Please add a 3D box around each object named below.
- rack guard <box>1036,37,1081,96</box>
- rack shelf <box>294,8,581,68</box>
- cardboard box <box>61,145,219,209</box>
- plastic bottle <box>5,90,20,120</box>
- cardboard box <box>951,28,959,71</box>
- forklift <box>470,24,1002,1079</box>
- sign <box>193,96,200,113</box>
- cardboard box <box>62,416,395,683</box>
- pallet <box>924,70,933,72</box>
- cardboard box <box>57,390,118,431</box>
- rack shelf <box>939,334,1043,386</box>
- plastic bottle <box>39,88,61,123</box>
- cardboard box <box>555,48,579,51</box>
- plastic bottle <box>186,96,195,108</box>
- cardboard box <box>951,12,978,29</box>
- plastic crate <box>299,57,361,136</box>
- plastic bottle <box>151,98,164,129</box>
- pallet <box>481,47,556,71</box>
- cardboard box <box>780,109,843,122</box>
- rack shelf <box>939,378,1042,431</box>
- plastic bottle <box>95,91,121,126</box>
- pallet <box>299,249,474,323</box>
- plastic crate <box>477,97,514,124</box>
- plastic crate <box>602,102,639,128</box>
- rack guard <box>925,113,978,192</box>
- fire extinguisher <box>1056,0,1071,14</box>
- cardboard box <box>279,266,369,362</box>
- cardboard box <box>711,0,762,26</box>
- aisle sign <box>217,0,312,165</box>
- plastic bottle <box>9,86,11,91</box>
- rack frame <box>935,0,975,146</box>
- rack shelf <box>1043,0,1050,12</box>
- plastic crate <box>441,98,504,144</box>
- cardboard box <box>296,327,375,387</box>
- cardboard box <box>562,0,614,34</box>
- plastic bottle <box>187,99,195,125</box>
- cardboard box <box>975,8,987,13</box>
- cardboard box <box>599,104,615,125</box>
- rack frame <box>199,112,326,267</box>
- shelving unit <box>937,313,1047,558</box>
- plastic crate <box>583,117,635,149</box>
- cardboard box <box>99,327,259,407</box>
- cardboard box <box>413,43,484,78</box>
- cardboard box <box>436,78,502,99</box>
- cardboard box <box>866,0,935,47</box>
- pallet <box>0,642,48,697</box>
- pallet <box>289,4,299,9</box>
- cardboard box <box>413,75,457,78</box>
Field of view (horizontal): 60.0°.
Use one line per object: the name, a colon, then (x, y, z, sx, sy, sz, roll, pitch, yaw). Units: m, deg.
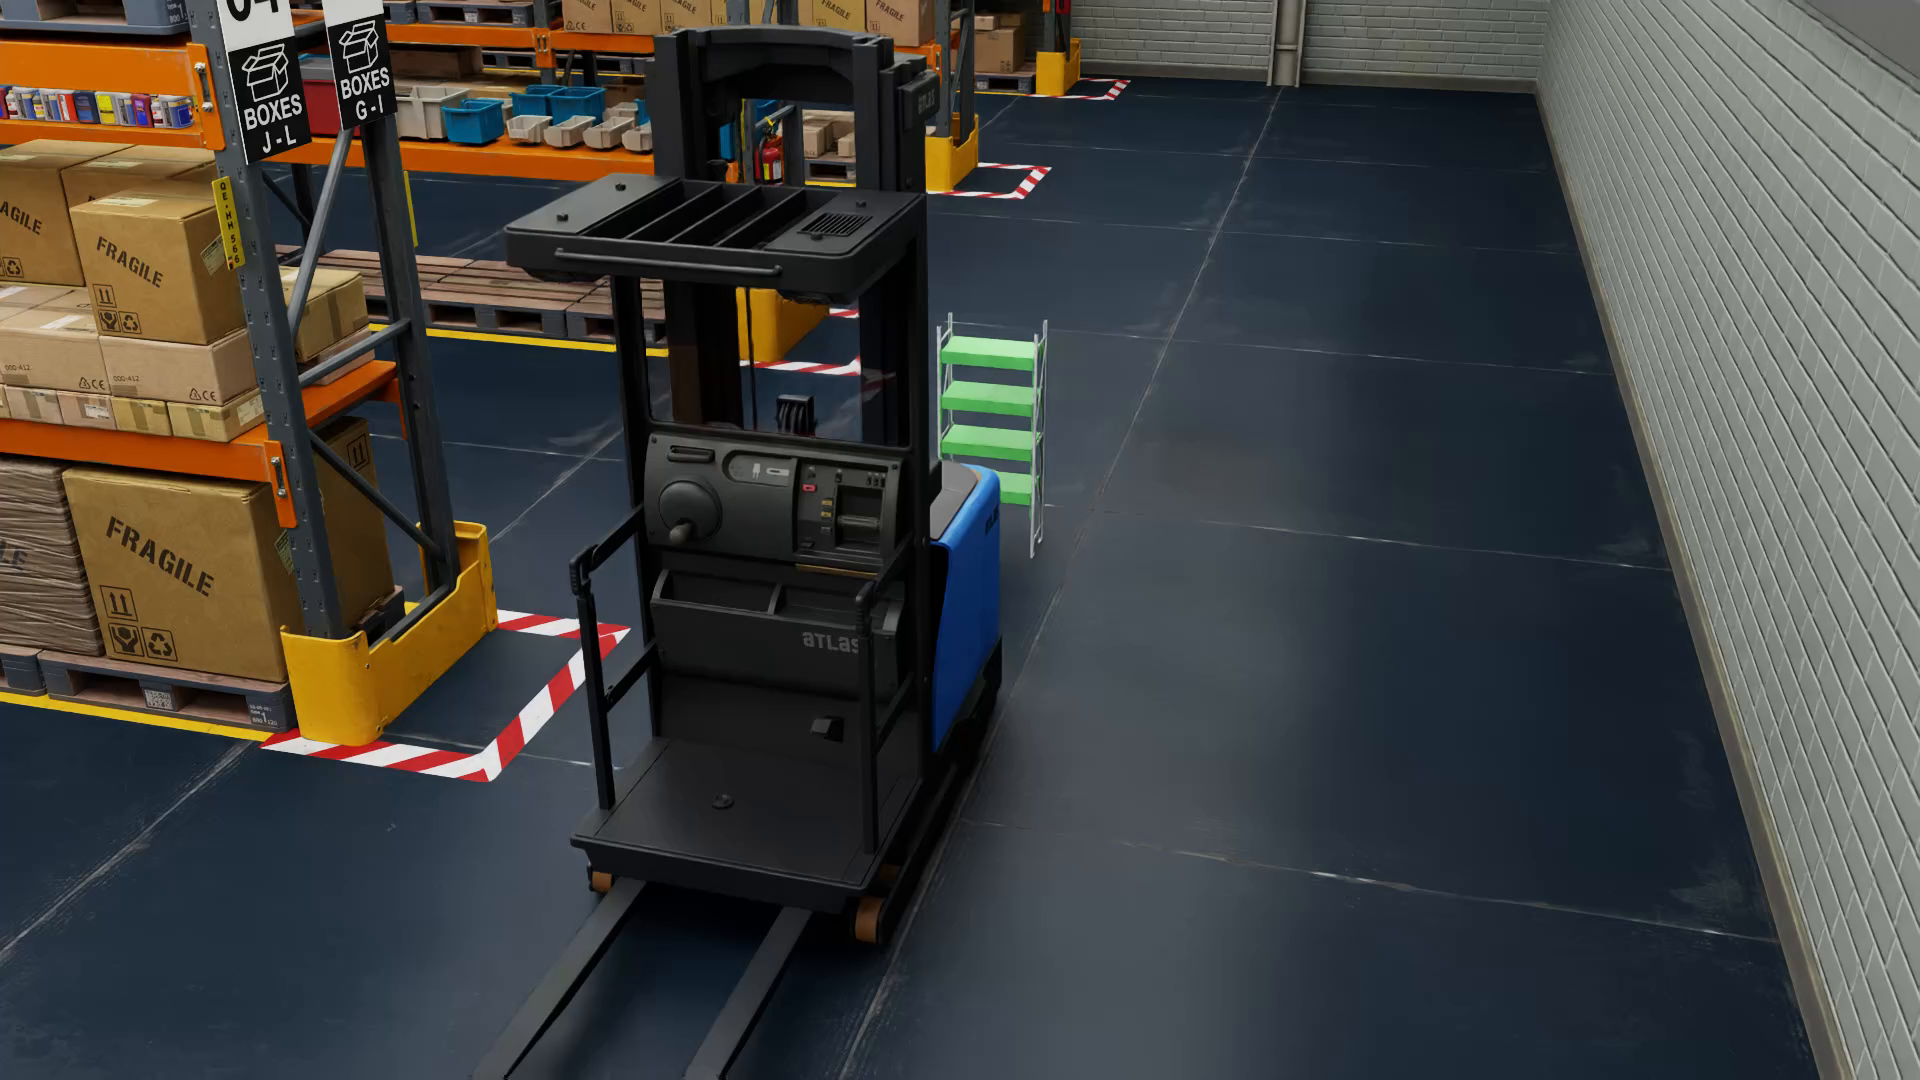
rack guard: (1.209, -5.805, 20.361, 0.348, 0.500, 1.175, 6, 26, 13)
rack shelf: (-5.855, -5.191, 17.001, 4.000, 0.370, 1.077, 6, 26, 13)
cardboard box: (-3.397, -1.372, 7.099, 0.500, 0.500, 0.500, 6, 26, 12)
plastic bottle: (-6.934, -3.191, 12.194, 0.097, 0.201, 0.097, 0, 25, 0)
cardboard box: (-0.001, -6.084, 20.459, 0.500, 0.500, 0.700, 6, 26, 13)
forklift: (-0.708, -0.105, 5.560, 1.130, 2.935, 3.031, 7, 26, 14)
sign: (-5.294, -3.136, 11.525, 0.005, 0.325, 0.100, 6, 26, 13)
cardboard box: (-3.155, -0.015, 7.275, 0.875, 0.875, 0.875, 6, 26, 13)
pallet: (-0.786, -5.861, 20.816, 1.213, 0.211, 1.003, 6, 26, 13)
cardboard box: (-3.438, -0.592, 6.796, 0.250, 0.149, 0.380, 6, 26, 13)
rack shelf: (0.160, -0.900, 8.276, 0.480, 0.148, 0.258, 6, 26, 13)
plastic bottle: (-6.590, -3.199, 12.124, 0.135, 0.276, 0.152, 6, 26, 13)
cardboard box: (-5.036, -6.782, 21.517, 0.750, 0.750, 0.750, 6, 26, 13)
plastic bottle: (-5.863, -3.431, 12.612, 0.135, 0.276, 0.152, 6, 26, 13)
cardboard box: (0.066, -6.288, 20.133, 0.250, 0.149, 0.380, 7, 26, 14)
plastic crate: (-4.353, -3.096, 11.619, 0.583, 0.464, 0.402, 6, 26, 13)
plastic bottle: (-5.737, -3.059, 11.916, 0.097, 0.201, 0.097, 0, 25, 0)
pallet: (-5.817, -6.418, 21.984, 1.213, 0.211, 1.003, 6, 26, 13)
cardboard box: (-1.469, -4.114, 16.588, 0.500, 0.250, 0.500, 6, 26, 13)
rack shelf: (0.160, -0.683, 8.379, 0.480, 0.148, 0.258, 6, 26, 13)
plastic bottle: (-6.127, -3.180, 11.997, 0.185, 0.351, 0.144, 6, 26, 13)
pallet: (-4.433, -1.918, 12.534, 1.213, 0.211, 1.003, 6, 26, 13)
plastic crate: (-3.394, -3.087, 11.981, 0.466, 0.136, 0.293, 6, 26, 13)
plastic crate: (-2.385, -3.025, 11.850, 0.298, 0.136, 0.250, 6, 26, 13)
rack guard: (-0.118, -3.753, 16.051, 0.348, 0.500, 1.175, 6, 26, 13)
fire extinguisher: (1.217, -6.524, 19.489, 0.183, 0.674, 0.296, 6, 26, 13)
cardboard box: (-2.913, -0.980, 7.147, 0.500, 0.250, 0.500, 6, 26, 12)
cardboard box: (-2.019, -5.017, 15.682, 0.500, 0.500, 0.500, 6, 26, 12)
aisle sign: (-2.520, -1.791, 5.998, 0.004, 0.787, 0.394, 6, 26, 13)
plastic bottle: (-7.424, -3.627, 13.015, 0.133, 0.283, 0.061, 6, 26, 13)
rack frame: (-0.044, -4.873, 15.497, 0.127, 3.000, 1.000, 6, 26, 13)
rack shelf: (-0.751, -6.825, 20.434, 4.000, 0.370, 1.077, 6, 26, 13)
plastic crate: (-3.334, -2.876, 11.427, 0.300, 0.233, 0.416, 6, 26, 13)
cardboard box: (-2.777, -0.812, 7.257, 0.250, 0.149, 0.380, 7, 26, 14)
cardboard box: (-3.492, -5.179, 16.022, 0.500, 0.500, 0.500, 7, 26, 14)
plastic bottle: (-5.604, -3.112, 12.028, 0.097, 0.201, 0.097, 0, 25, 0)
cardboard box: (0.163, -6.447, 20.467, 0.250, 0.149, 0.380, 6, 26, 13)
cardboard box: (-3.565, -4.151, 16.596, 0.500, 0.311, 0.500, 6, 26, 13)
rack frame: (-5.155, -3.240, 12.066, 0.127, 3.000, 1.000, 6, 26, 13)
shelving unit: (0.160, -0.524, 8.455, 0.503, 1.200, 0.258, 6, 26, 13)
plastic crate: (-2.393, -2.769, 11.313, 0.243, 0.136, 0.396, 6, 26, 13)
cardboard box: (-3.050, -0.758, 6.680, 0.500, 0.250, 0.500, 6, 26, 12)
cardboard box: (-5.294, -4.970, 17.224, 0.500, 0.250, 0.500, 6, 26, 13)
cardboard box: (-4.944, -4.362, 16.818, 0.500, 0.500, 0.500, 6, 26, 13)
cardboard box: (-0.546, -4.853, 15.338, 0.500, 0.500, 0.500, 7, 26, 15)
pallet: (-4.487, 0.325, 7.822, 1.213, 0.211, 1.003, 6, 26, 13)
pallet: (-7.118, -5.600, 17.246, 1.003, 0.211, 1.213, 6, 26, 13)
cardboard box: (-5.327, -4.634, 17.390, 0.500, 0.500, 0.500, 7, 26, 14)
